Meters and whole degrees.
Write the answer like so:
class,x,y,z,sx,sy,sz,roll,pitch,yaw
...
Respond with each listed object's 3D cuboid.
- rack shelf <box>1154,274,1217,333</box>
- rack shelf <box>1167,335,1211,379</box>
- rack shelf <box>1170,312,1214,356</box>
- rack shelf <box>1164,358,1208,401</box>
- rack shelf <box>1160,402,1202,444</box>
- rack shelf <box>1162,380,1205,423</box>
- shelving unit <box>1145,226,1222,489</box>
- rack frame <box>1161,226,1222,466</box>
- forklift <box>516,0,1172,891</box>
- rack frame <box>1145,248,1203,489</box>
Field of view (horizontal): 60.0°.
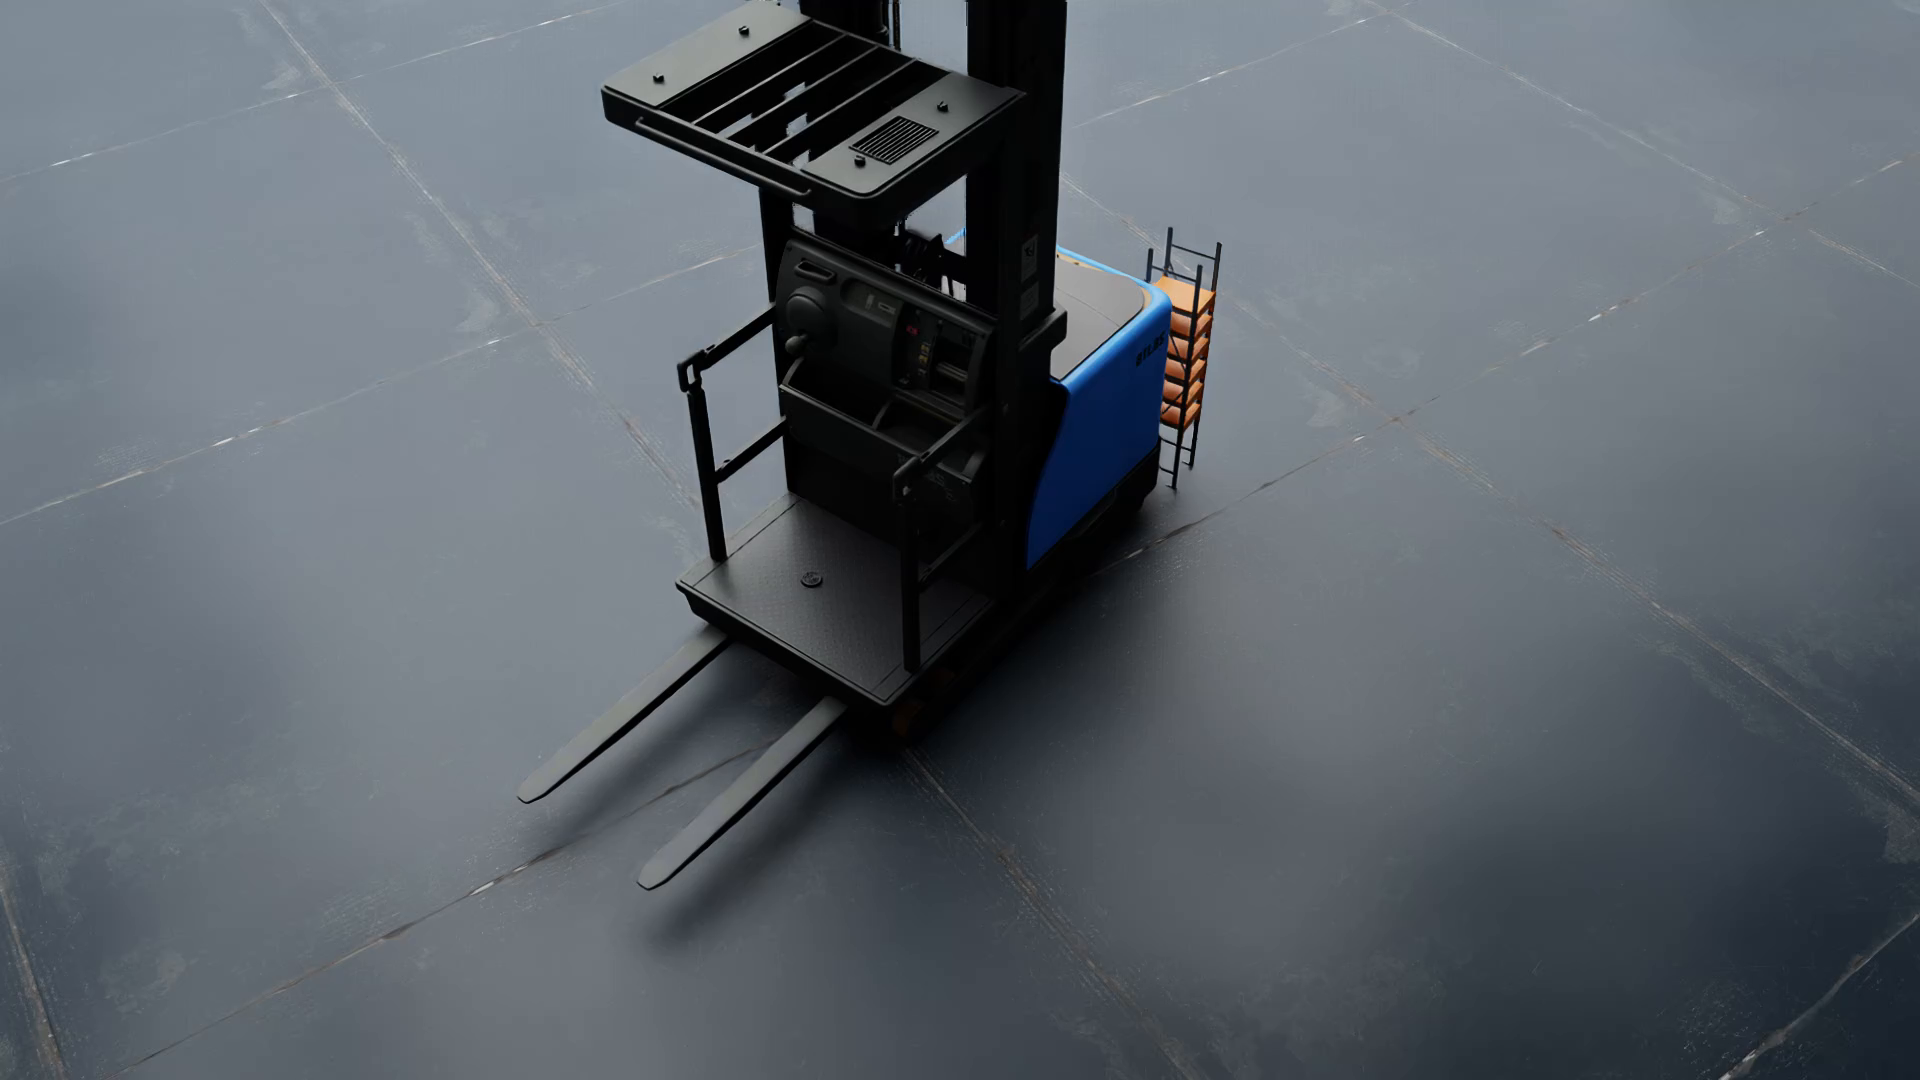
class,x,y,z,sx,sy,sz,roll,pitch,yaw
rack shelf,0.916,-0.990,6.952,0.258,0.103,0.180,23,48,22
rack shelf,0.916,-0.816,7.118,0.258,0.103,0.180,23,48,22
rack shelf,0.916,-0.903,7.035,0.258,0.103,0.180,23,48,22
rack shelf,0.916,-0.730,7.201,0.258,0.103,0.180,23,48,22
rack shelf,0.916,-0.556,7.366,0.258,0.103,0.180,23,48,22
rack shelf,0.916,-0.643,7.284,0.258,0.103,0.180,23,48,22
shelving unit,0.916,-0.762,7.170,0.258,1.200,0.189,23,48,22
rack frame,0.963,-0.816,7.227,0.240,1.200,0.006,23,48,22
forklift,-0.413,-0.676,5.826,1.130,2.935,3.031,28,50,26
rack frame,0.868,-0.708,7.114,0.240,1.200,0.006,23,48,22
